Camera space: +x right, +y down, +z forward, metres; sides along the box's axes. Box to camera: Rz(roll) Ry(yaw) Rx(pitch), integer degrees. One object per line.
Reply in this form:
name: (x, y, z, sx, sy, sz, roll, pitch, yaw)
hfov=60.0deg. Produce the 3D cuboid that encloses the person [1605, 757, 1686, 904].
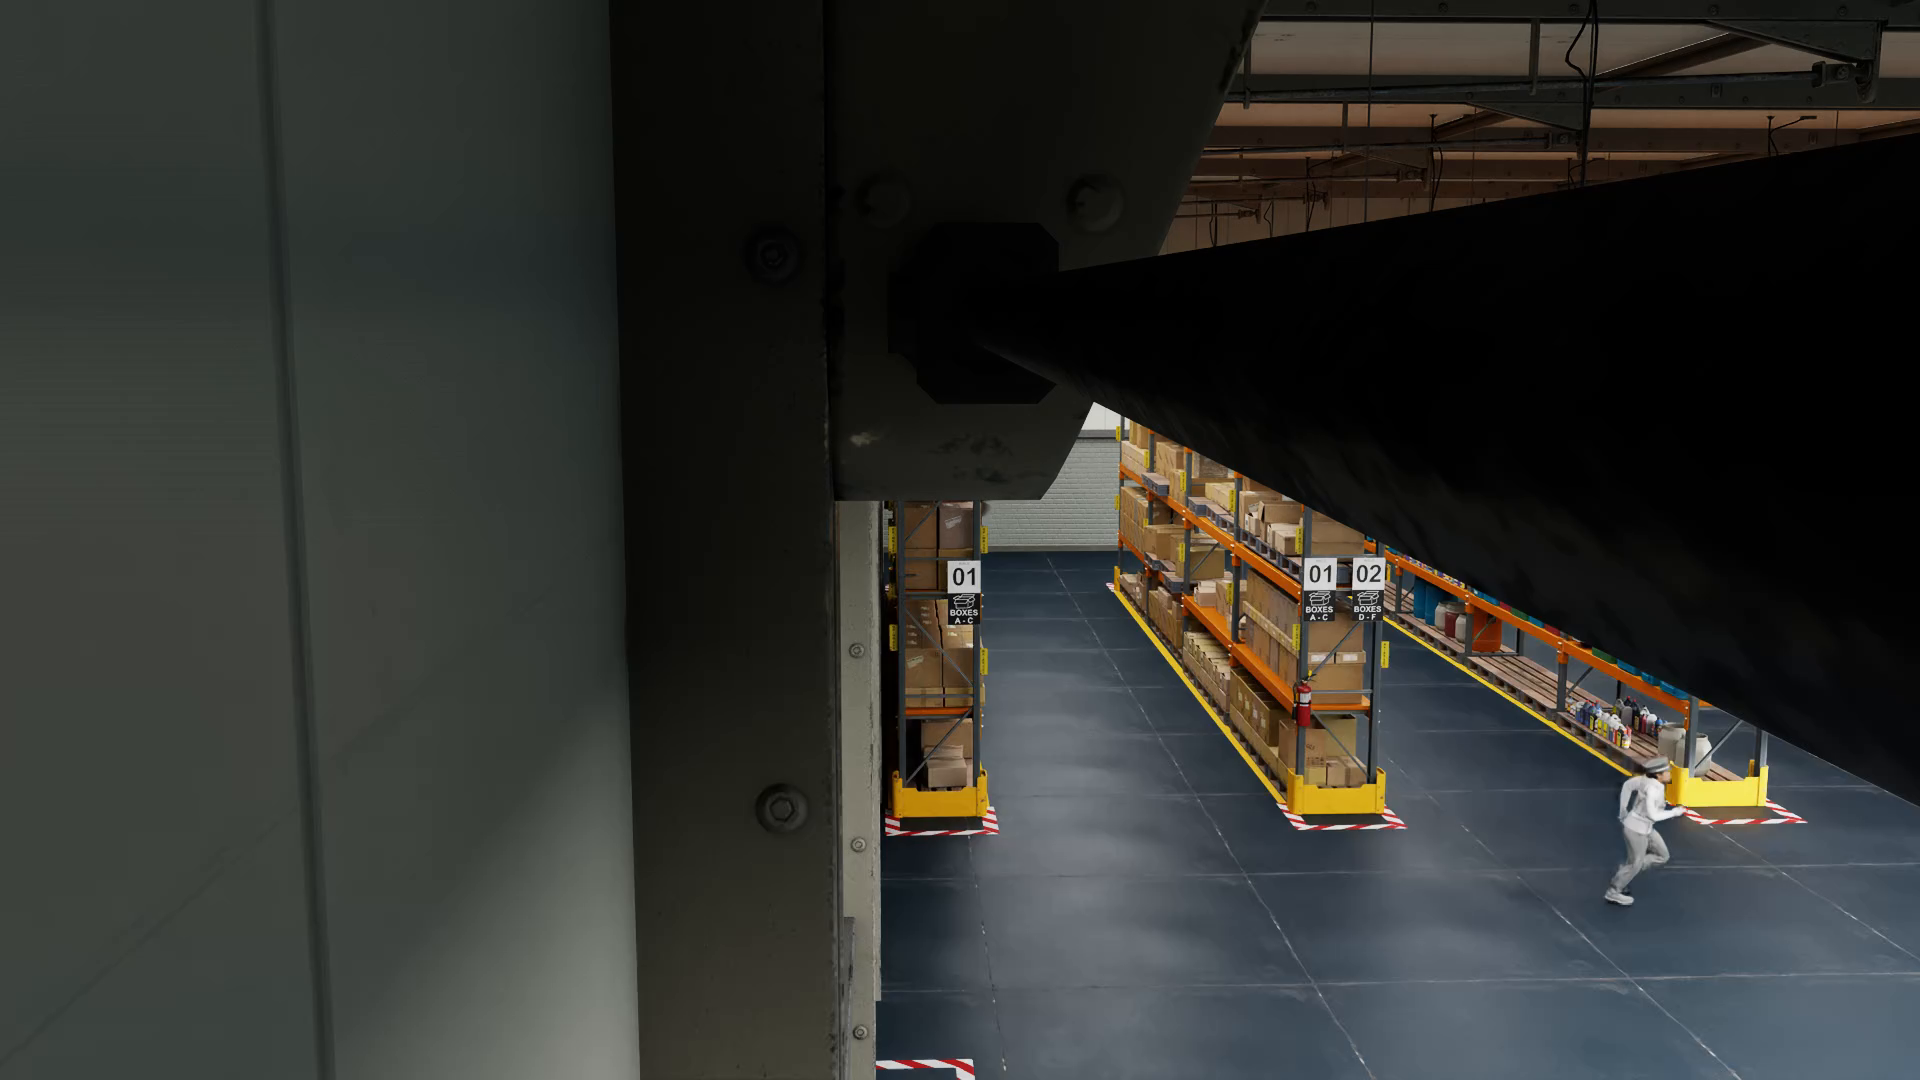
person: (7.169, 3.034, 17.372, 0.730, 1.619, 0.602, 4, 9, 24)
